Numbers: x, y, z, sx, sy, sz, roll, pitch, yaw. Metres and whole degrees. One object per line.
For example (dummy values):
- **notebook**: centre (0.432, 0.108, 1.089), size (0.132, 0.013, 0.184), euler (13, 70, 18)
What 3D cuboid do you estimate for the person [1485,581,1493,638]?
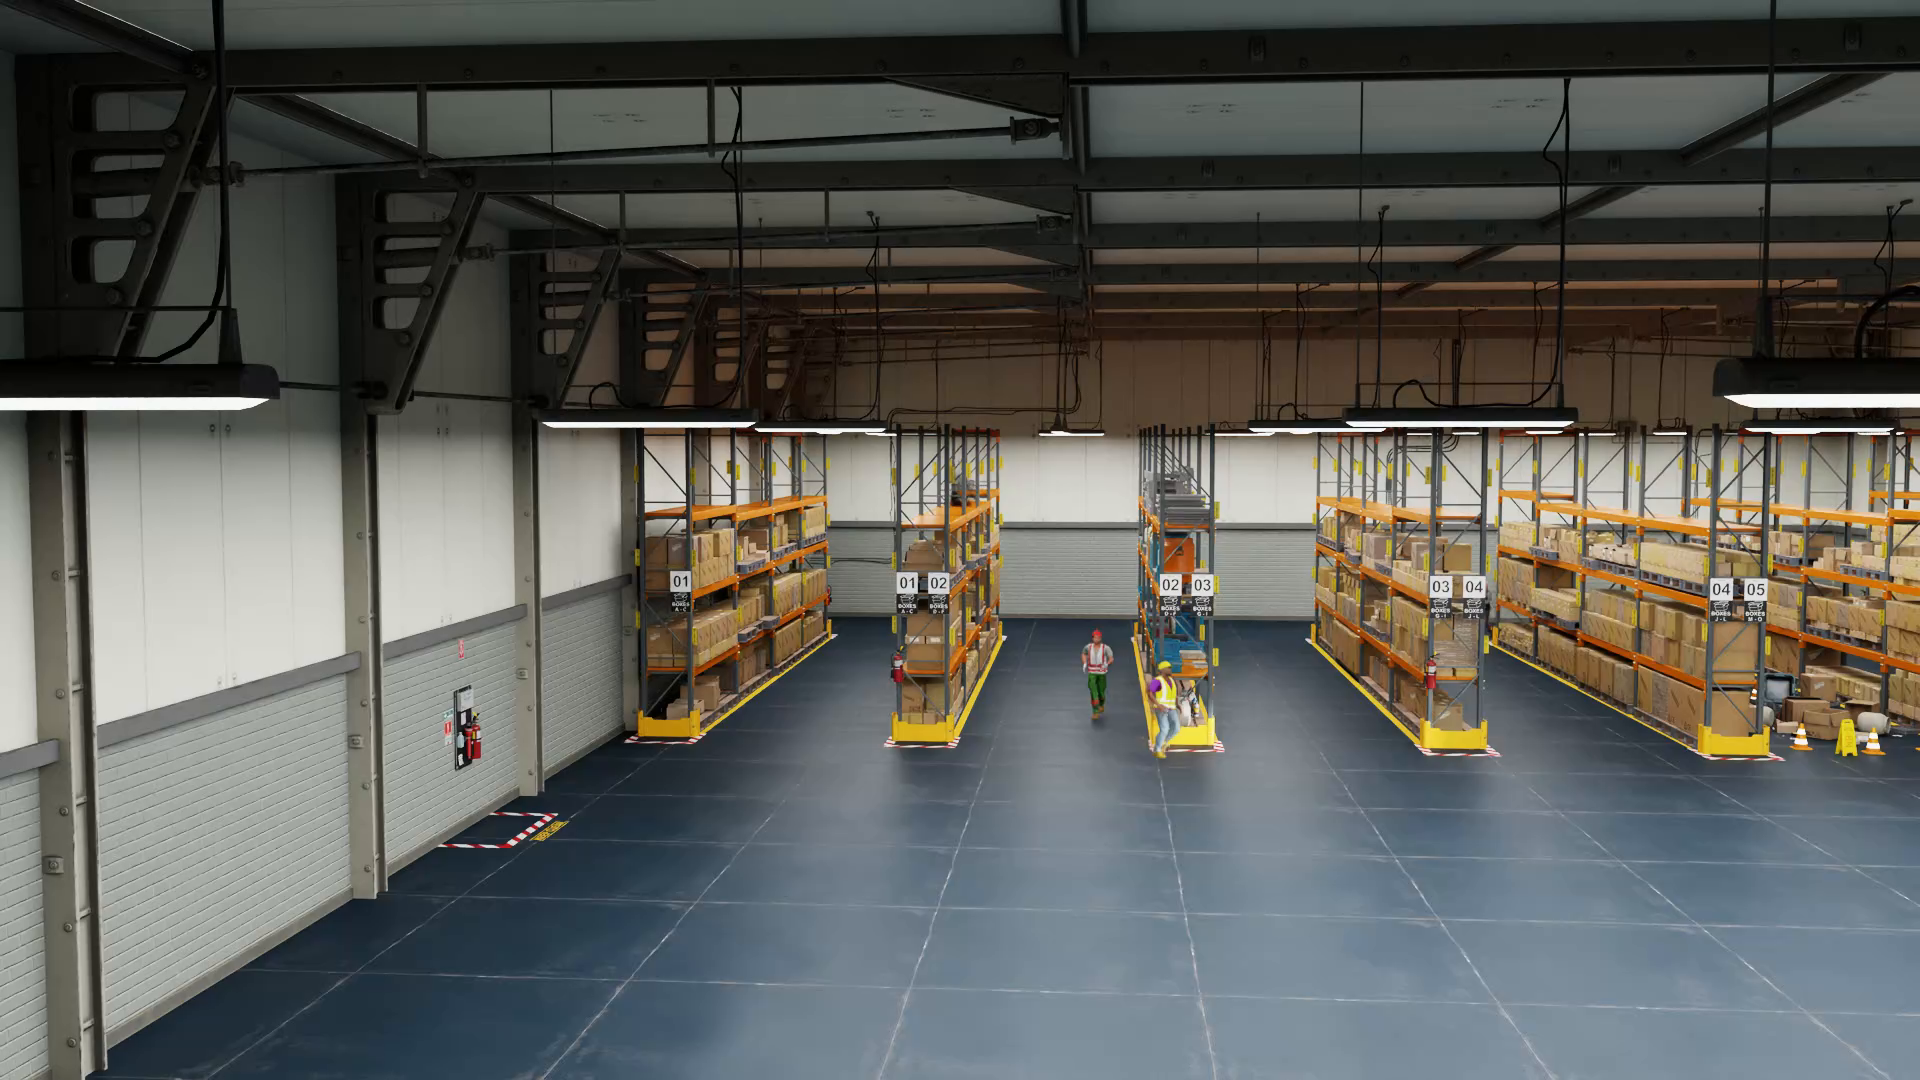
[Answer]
- **person**: centre (14.842, 2.010, 47.051), size (0.864, 1.739, 0.673), euler (-1, 4, -15)

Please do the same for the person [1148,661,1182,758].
- **person**: centre (3.726, 3.049, 29.933), size (0.761, 1.707, 0.560), euler (-3, 4, -36)

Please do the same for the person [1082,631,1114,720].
- **person**: centre (2.828, 2.750, 34.207), size (0.663, 1.790, 0.863), euler (0, 4, 8)
